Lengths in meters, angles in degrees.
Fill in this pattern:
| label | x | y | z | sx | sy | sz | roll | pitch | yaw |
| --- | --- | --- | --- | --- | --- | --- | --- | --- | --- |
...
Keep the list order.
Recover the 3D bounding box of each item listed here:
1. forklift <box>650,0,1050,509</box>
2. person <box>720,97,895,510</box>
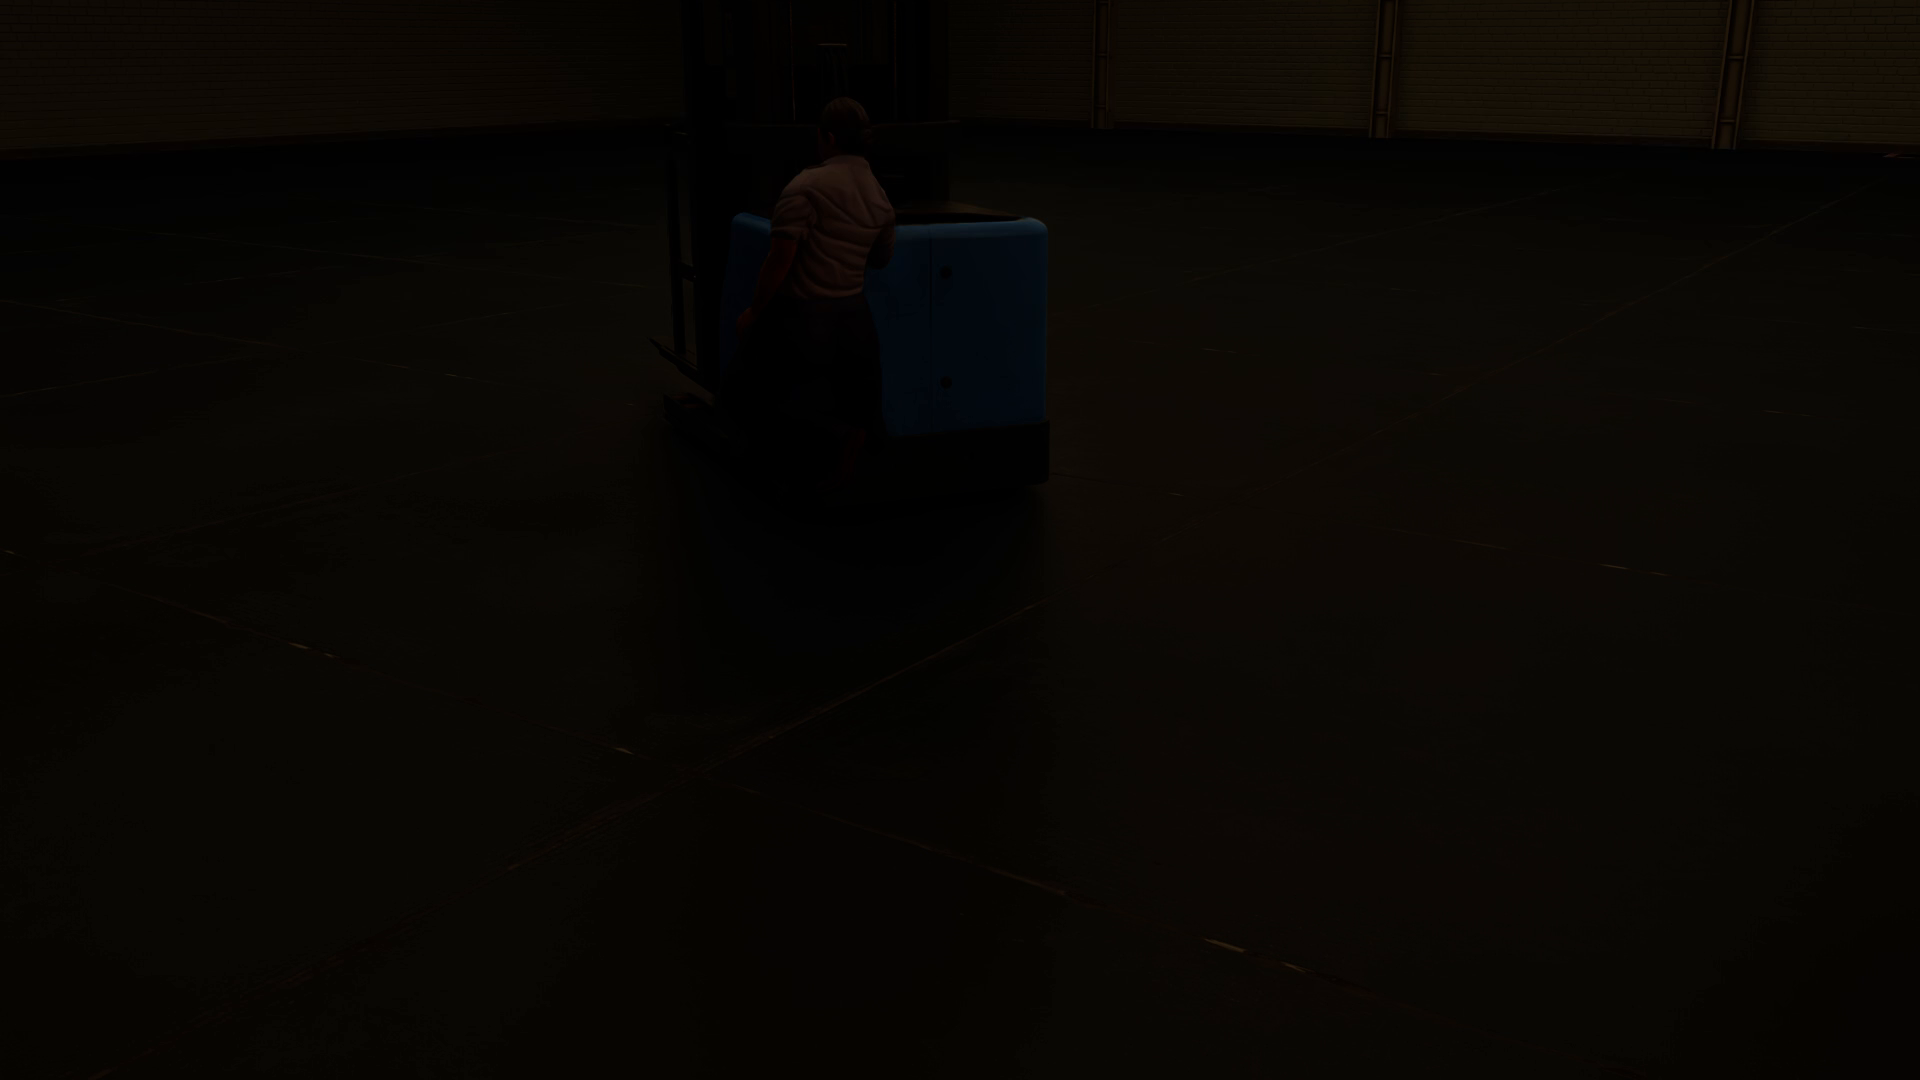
| label | x | y | z | sx | sy | sz | roll | pitch | yaw |
| --- | --- | --- | --- | --- | --- | --- | --- | --- | --- |
| forklift | -0.708 | -1.897 | 7.175 | 1.130 | 2.935 | 3.031 | -7 | 18 | -23 |
| person | -0.493 | -0.788 | 5.918 | 0.741 | 1.536 | 0.661 | -13 | 21 | -37 |
